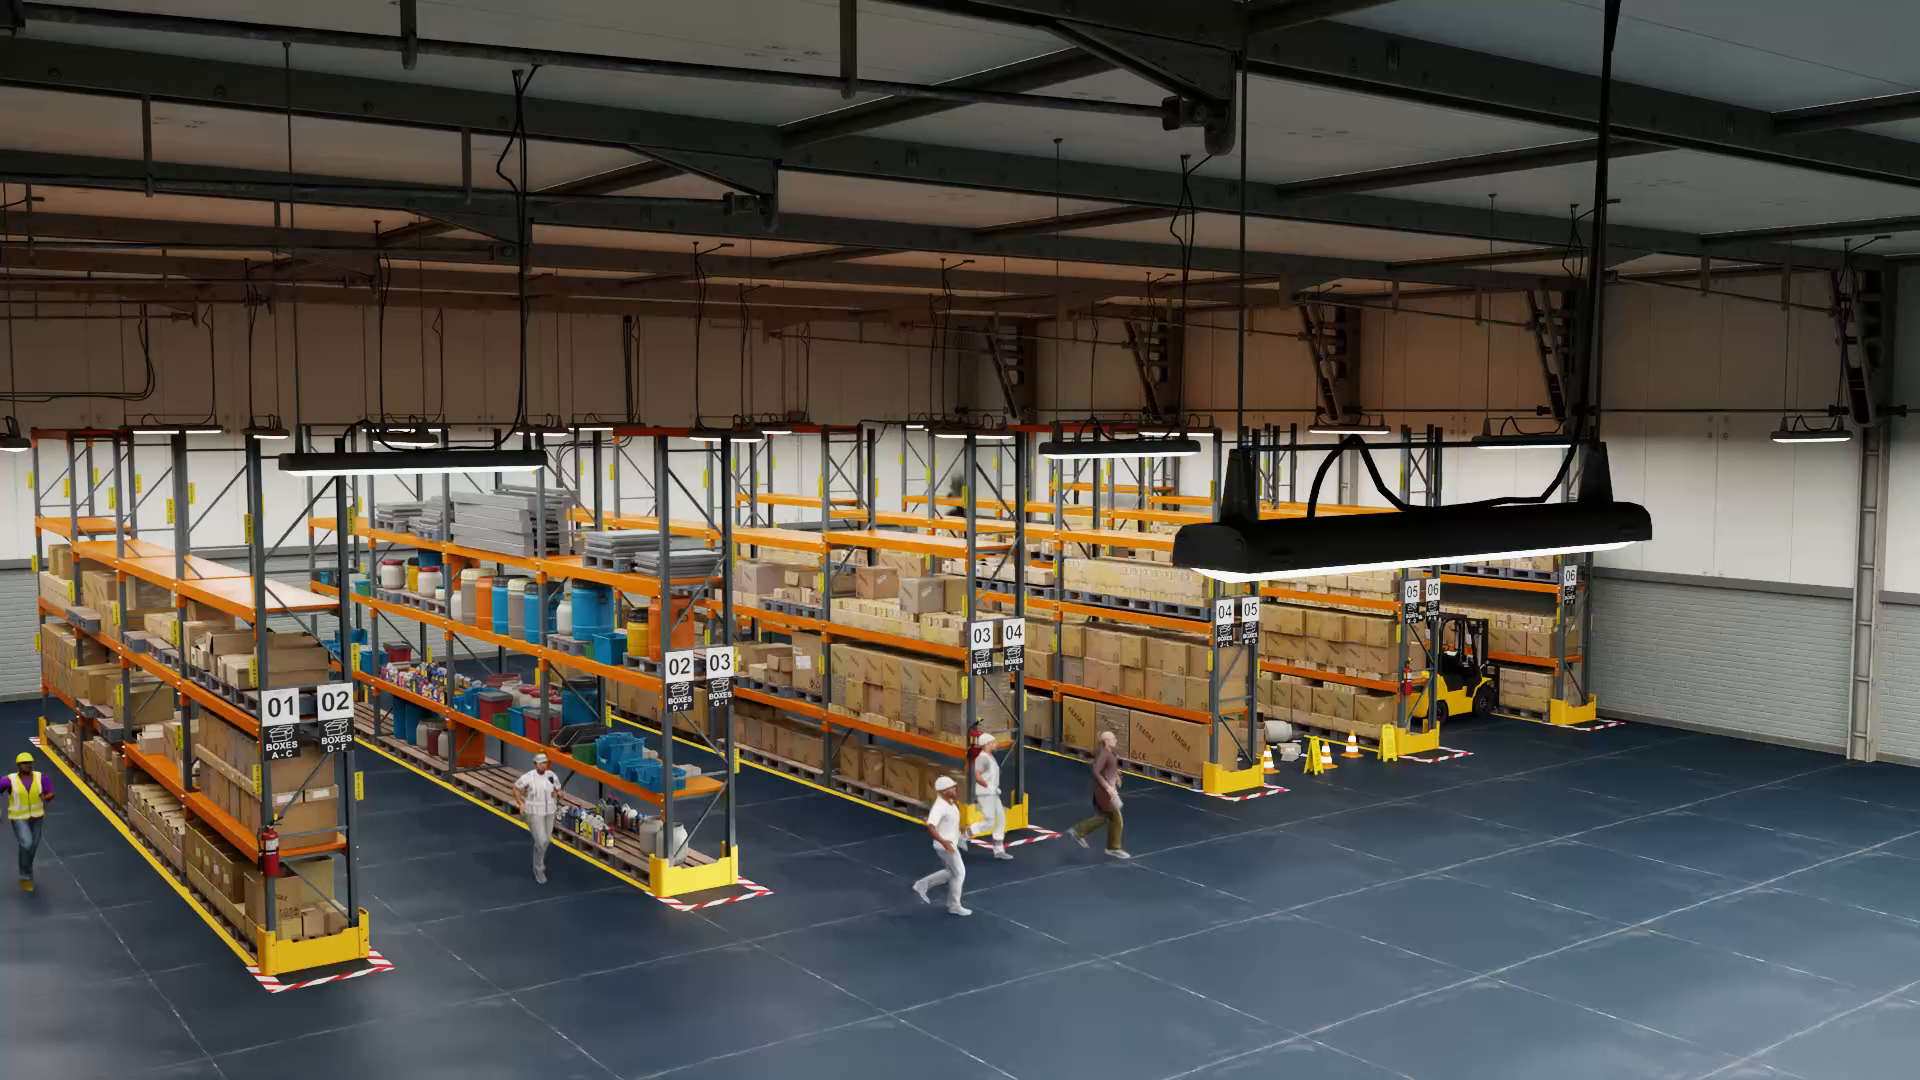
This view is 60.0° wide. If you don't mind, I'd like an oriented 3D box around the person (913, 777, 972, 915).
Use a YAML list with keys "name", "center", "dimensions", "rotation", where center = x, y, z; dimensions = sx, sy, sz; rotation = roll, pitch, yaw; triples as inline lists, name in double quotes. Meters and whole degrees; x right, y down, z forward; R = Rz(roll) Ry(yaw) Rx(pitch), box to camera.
- name: "person"
  center: [-0.221, 3.829, 20.882]
  dimensions: [0.751, 1.754, 0.692]
  rotation: [0, 4, 3]

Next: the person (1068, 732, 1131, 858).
- name: "person"
  center: [1.994, 3.603, 23.575]
  dimensions: [0.858, 1.800, 0.722]
  rotation: [0, 4, 2]

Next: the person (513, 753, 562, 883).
- name: "person"
  center: [-5.673, 3.742, 22.503]
  dimensions: [0.575, 1.730, 0.731]
  rotation: [-4, 6, -42]

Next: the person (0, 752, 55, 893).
- name: "person"
  center: [-12.368, 3.721, 22.034]
  dimensions: [0.770, 1.831, 0.672]
  rotation: [4, 6, 39]

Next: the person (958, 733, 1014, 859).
- name: "person"
  center: [0.391, 3.611, 23.582]
  dimensions: [0.854, 1.733, 0.717]
  rotation: [1, 5, 13]
